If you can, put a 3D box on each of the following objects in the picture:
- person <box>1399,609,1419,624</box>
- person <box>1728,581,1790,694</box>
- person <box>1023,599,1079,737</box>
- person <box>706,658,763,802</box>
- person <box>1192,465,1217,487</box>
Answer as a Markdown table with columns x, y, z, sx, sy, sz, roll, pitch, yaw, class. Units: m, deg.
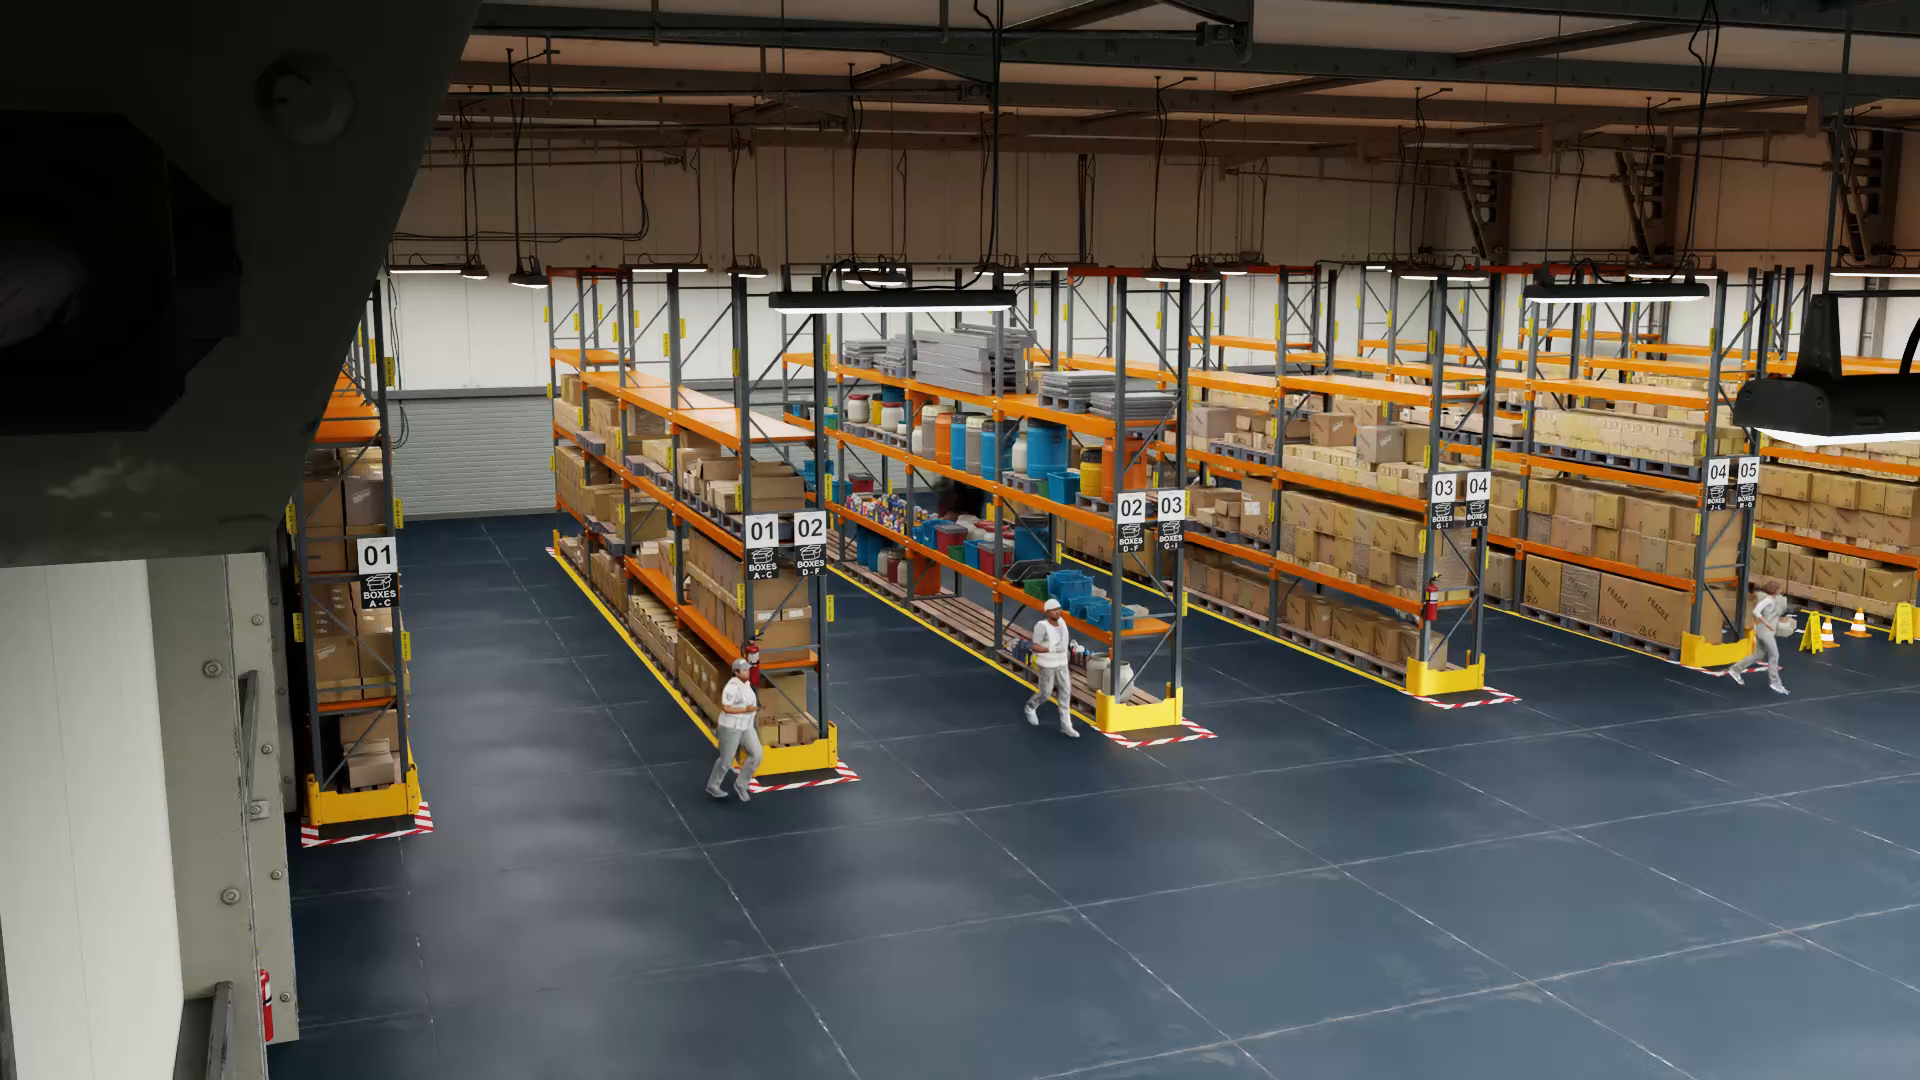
| x | y | z | sx | sy | sz | roll | pitch | yaw | class |
| --- | --- | --- | --- | --- | --- | --- | --- | --- | --- |
| 7.849 | 0.556 | 28.453 | 0.727 | 1.747 | 0.633 | -6 | 11 | -30 | person |
| 11.682 | 1.390 | 24.207 | 0.826 | 1.591 | 0.556 | 5 | 11 | 25 | person |
| 1.228 | 1.649 | 21.857 | 0.693 | 1.766 | 0.959 | -8 | 13 | -38 | person |
| -2.569 | 2.213 | 19.317 | 0.700 | 1.707 | 0.604 | 5 | 11 | 28 | person |
| 5.421 | -0.714 | 36.651 | 0.544 | 1.393 | 0.624 | -3 | 10 | -16 | person |
